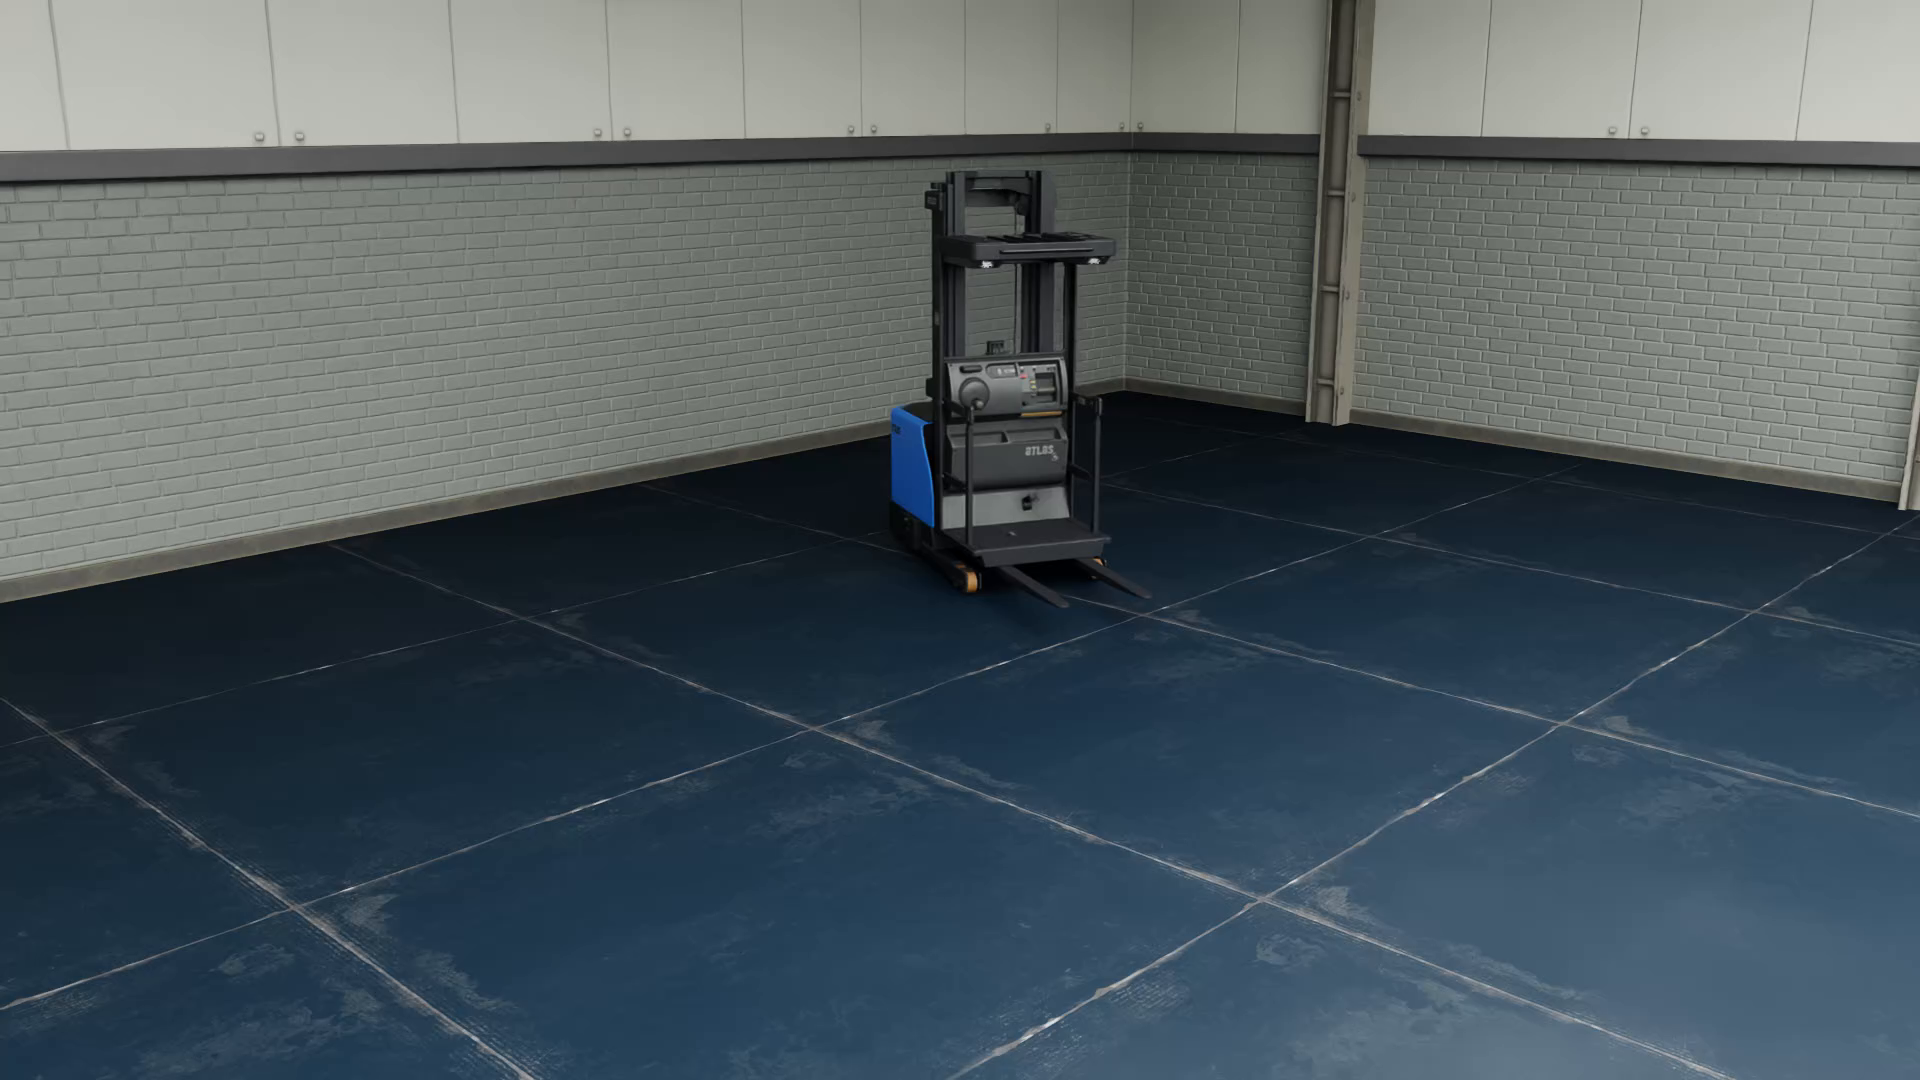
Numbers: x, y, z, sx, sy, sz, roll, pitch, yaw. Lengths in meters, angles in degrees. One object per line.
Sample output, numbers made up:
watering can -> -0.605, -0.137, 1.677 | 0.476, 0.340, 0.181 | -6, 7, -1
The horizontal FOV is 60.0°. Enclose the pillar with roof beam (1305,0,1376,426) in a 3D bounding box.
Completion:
pillar with roof beam -> 1.094, -4.883, 14.327 | 0.400, 9.000, 9.100 | 14, 20, 42

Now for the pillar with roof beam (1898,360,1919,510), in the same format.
pillar with roof beam -> 5.413, -3.833, 10.297 | 0.400, 9.000, 9.100 | 14, 20, 42

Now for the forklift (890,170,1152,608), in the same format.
forklift -> 0.431, -1.150, 12.033 | 1.130, 2.935, 3.031 | -6, 16, -20
